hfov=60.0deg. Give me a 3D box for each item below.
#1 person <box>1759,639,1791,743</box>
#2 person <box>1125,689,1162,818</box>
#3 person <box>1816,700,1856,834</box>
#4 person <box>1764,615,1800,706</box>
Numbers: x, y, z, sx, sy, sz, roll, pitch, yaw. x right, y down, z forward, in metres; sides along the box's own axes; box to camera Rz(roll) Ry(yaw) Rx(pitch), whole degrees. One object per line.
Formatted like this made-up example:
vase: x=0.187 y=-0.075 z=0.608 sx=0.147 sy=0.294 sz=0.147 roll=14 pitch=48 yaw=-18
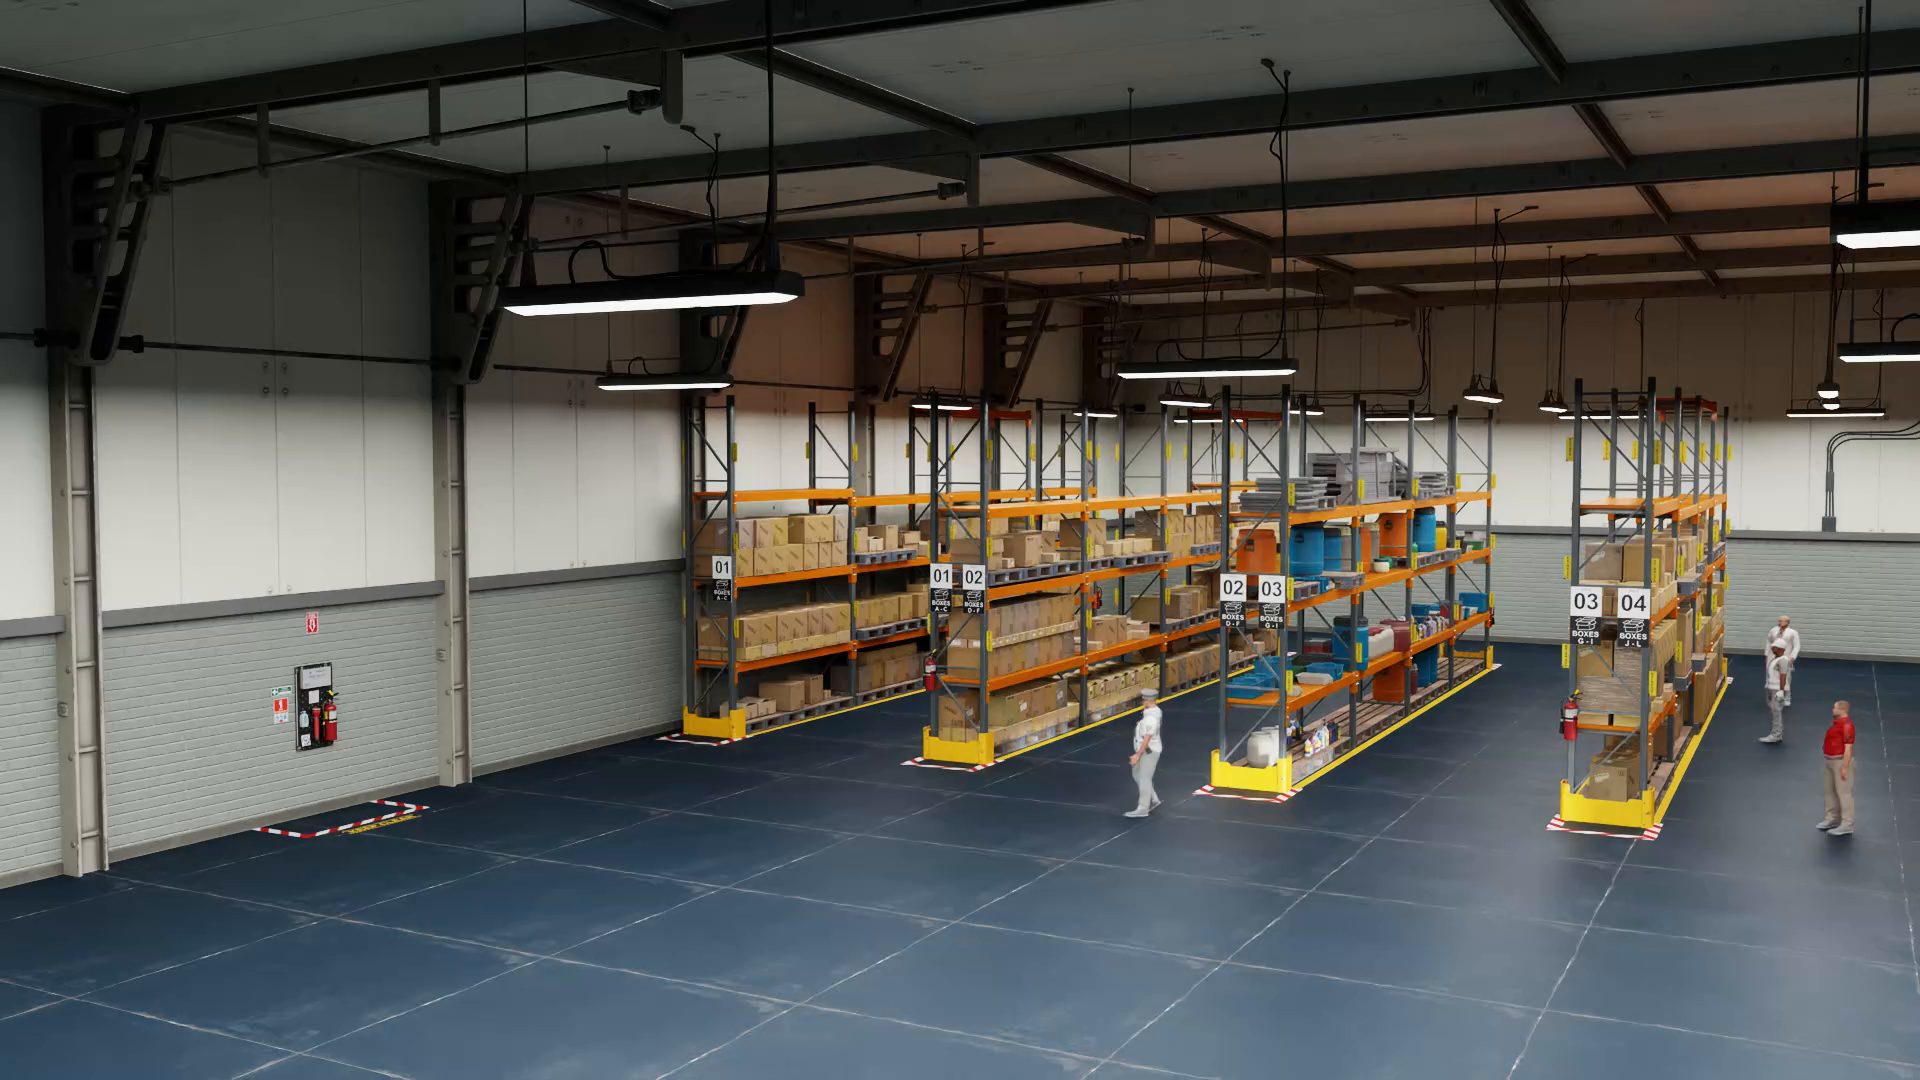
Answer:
person: x=14.057 y=2.602 z=28.761 sx=0.589 sy=1.784 sz=0.562 roll=0 pitch=3 yaw=-5
person: x=2.523 y=2.938 z=22.876 sx=0.521 sy=1.784 sz=0.616 roll=0 pitch=3 yaw=1
person: x=11.565 y=2.978 z=21.911 sx=0.397 sy=1.729 sz=0.569 roll=0 pitch=3 yaw=-4
person: x=16.314 y=2.382 z=32.993 sx=0.622 sy=1.777 sz=0.672 roll=1 pitch=3 yaw=23
